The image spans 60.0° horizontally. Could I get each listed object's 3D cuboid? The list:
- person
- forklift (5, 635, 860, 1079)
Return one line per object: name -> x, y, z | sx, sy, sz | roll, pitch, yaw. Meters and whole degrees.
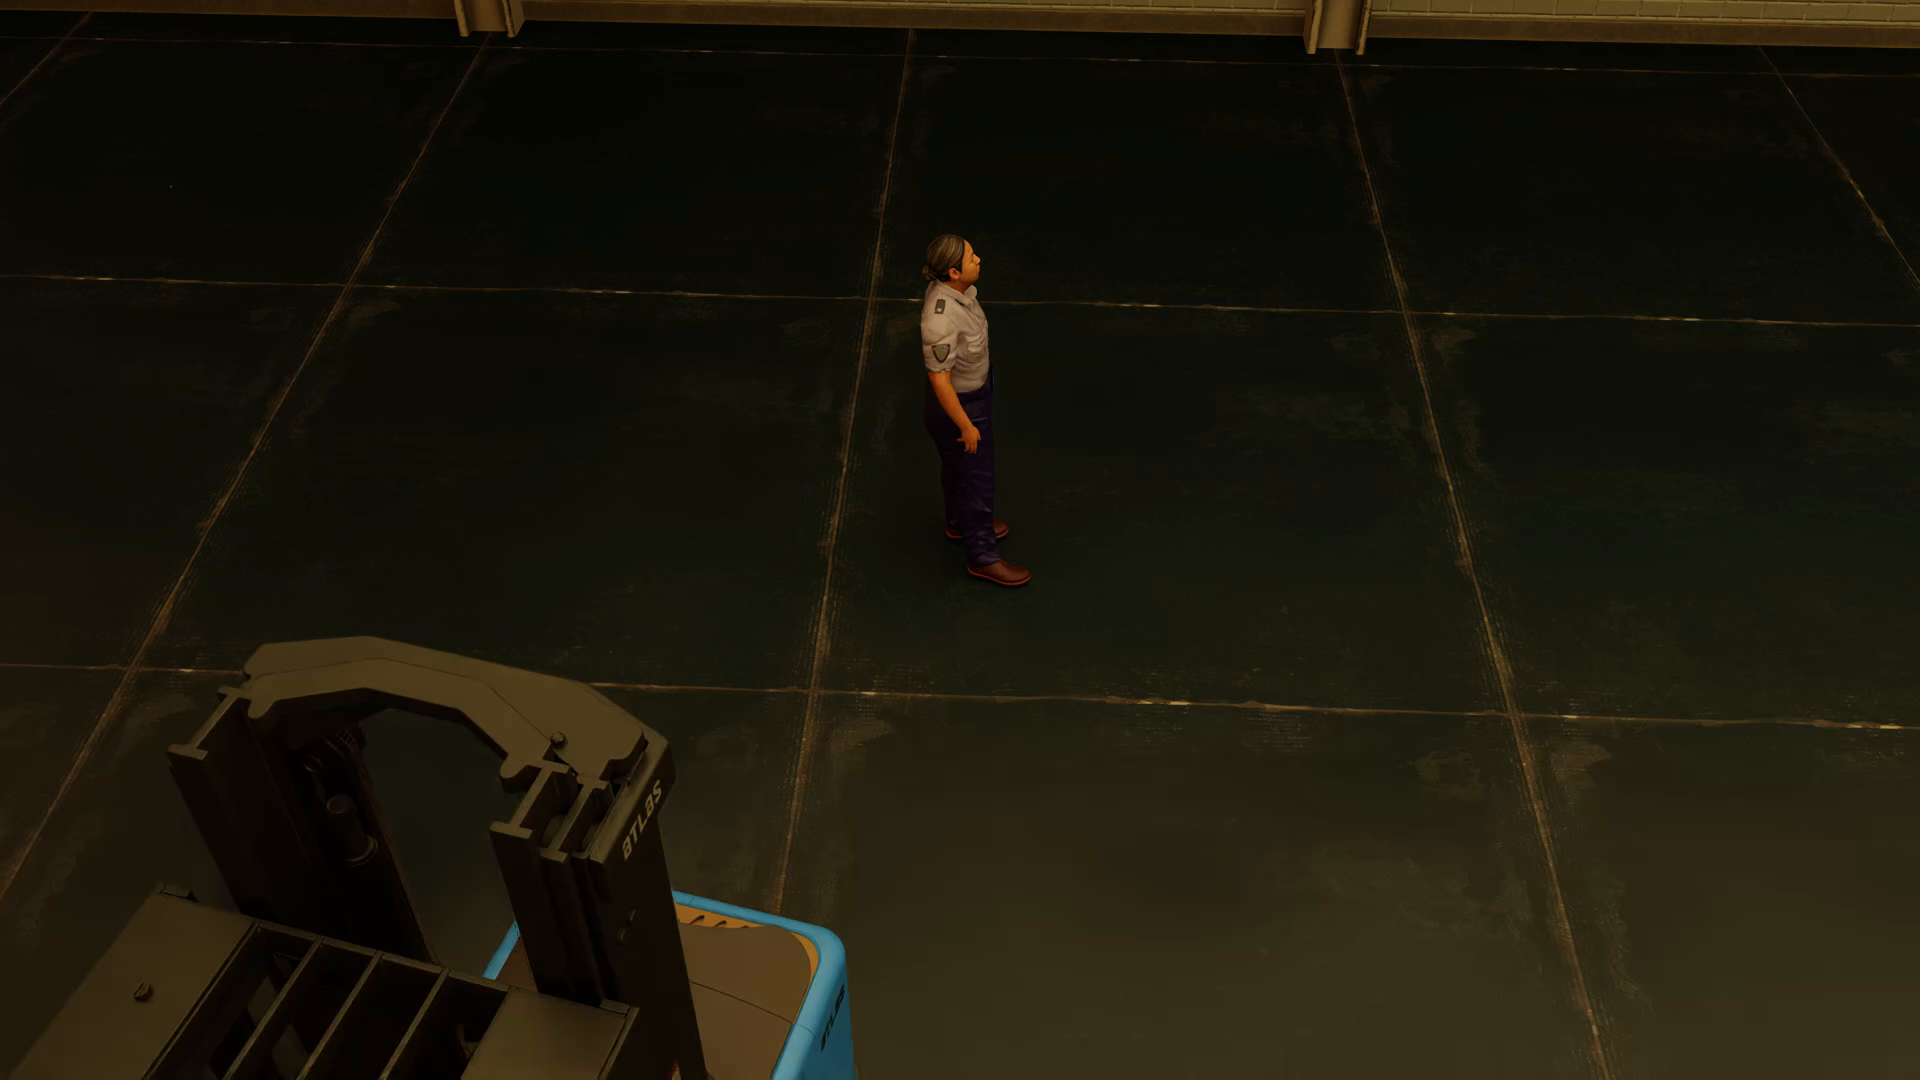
person -> 0.089, -0.595, 7.336 | 0.502, 1.651, 0.598 | 2, 42, 2
forklift -> -1.226, 1.764, 3.809 | 1.130, 2.935, 3.031 | 11, 44, 12
